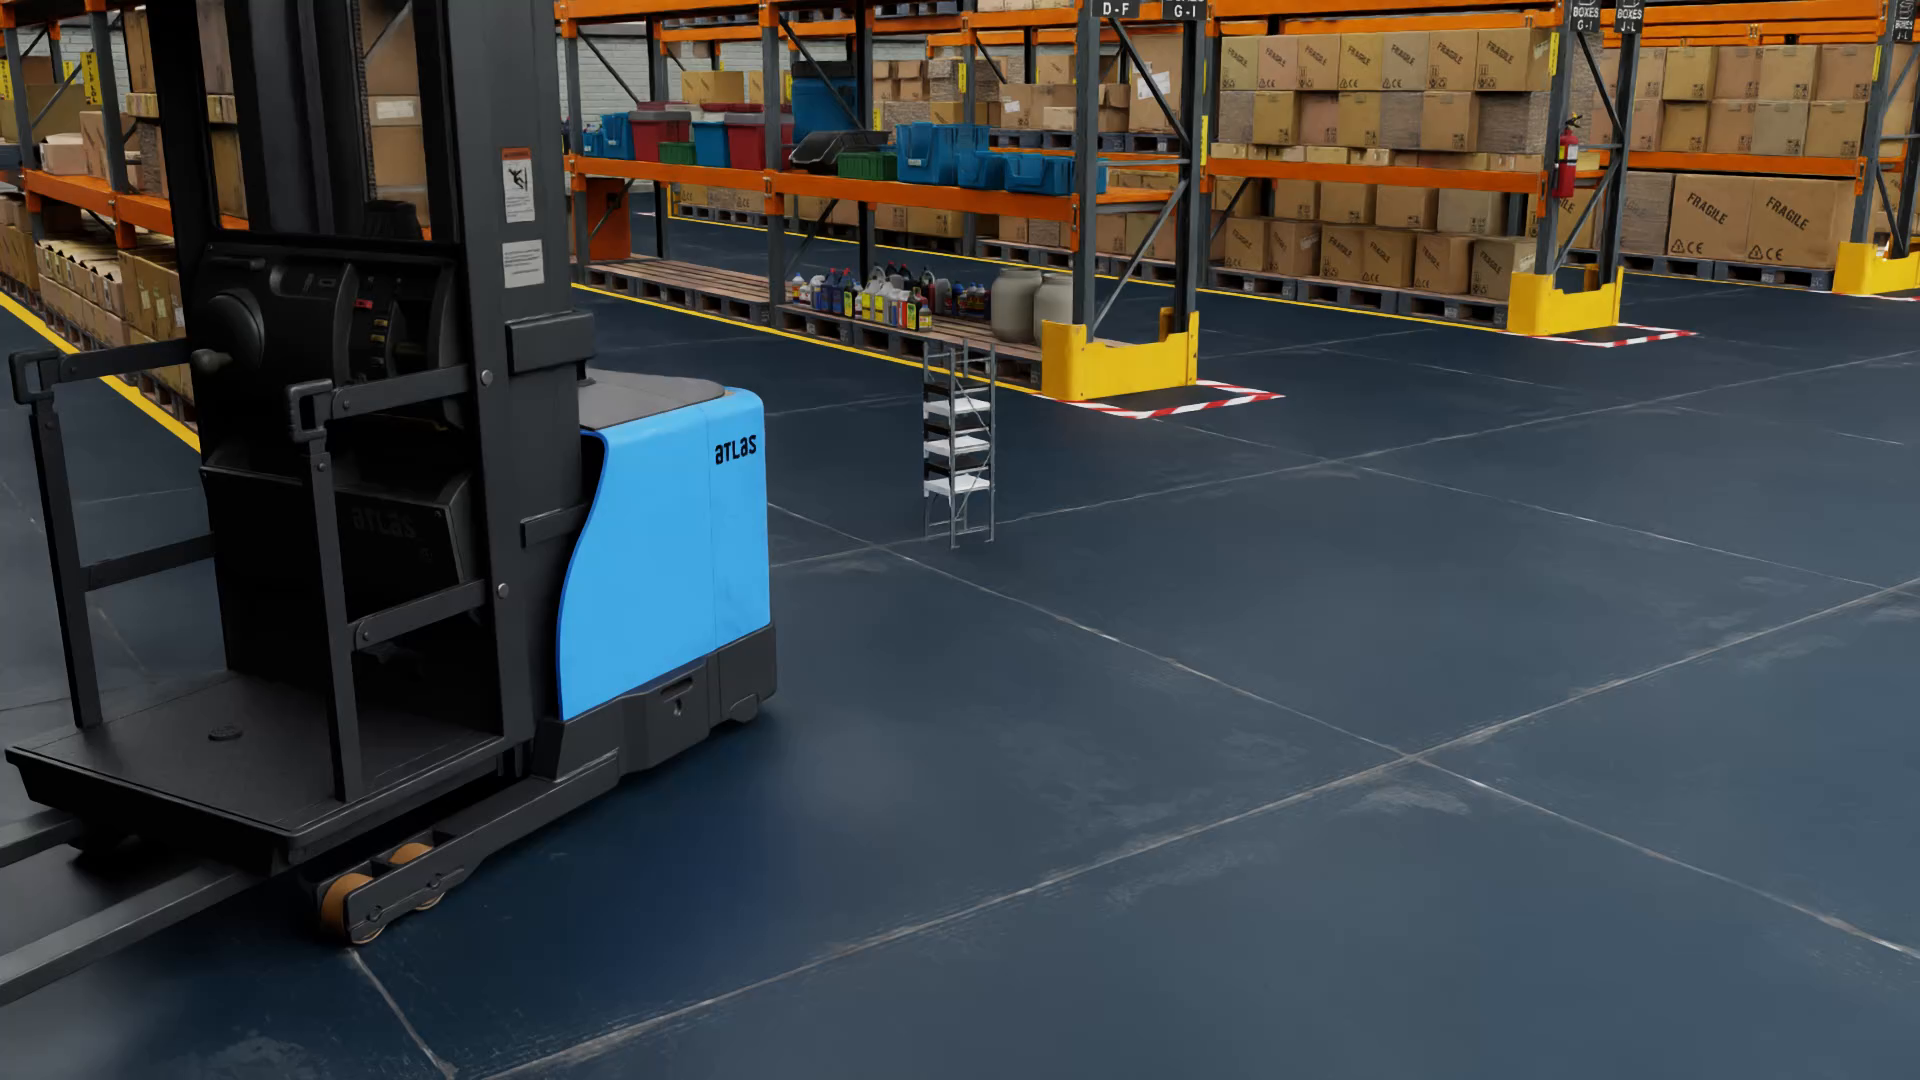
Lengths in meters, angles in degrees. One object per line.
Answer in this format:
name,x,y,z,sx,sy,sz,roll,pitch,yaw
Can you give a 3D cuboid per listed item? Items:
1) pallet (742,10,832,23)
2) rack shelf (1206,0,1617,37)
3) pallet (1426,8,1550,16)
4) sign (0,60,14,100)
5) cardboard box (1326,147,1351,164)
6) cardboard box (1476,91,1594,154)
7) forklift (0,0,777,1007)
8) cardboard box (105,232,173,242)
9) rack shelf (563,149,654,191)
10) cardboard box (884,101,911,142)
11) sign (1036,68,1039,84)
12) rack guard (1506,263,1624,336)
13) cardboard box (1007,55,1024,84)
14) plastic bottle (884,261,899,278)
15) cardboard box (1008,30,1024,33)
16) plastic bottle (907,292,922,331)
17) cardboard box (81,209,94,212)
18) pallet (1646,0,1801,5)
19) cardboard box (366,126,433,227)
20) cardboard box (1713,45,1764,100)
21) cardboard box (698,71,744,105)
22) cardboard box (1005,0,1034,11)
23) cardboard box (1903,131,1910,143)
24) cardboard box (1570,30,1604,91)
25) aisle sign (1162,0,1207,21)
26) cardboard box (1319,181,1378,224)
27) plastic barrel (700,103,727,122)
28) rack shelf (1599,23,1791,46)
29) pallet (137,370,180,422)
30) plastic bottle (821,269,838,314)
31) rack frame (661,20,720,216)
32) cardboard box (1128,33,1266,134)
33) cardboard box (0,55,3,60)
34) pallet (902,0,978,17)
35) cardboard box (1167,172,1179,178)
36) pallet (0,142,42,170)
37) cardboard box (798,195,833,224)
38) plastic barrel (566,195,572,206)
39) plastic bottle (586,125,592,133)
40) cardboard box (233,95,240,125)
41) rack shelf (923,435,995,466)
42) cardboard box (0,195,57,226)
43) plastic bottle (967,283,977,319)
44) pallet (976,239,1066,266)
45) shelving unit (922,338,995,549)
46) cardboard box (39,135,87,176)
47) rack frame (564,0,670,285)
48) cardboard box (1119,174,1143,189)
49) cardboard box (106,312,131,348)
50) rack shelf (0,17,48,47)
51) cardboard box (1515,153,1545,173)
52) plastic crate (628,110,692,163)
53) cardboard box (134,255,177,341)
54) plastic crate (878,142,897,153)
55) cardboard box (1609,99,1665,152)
pallet,-2.347,-7.378,23.338,1.003,0.211,1.213,-11,19,-35
rack shelf,4.005,-4.763,14.975,1.077,0.370,4.000,-11,19,-35
pallet,6.322,-6.381,19.887,0.805,0.209,1.217,-12,19,-37
sign,-7.971,-3.841,13.885,0.100,0.325,0.005,-11,19,-35
cardboard box,3.605,-3.558,15.369,0.380,0.149,0.250,-11,19,-35
cardboard box,4.880,-3.549,14.108,0.875,0.500,0.500,-11,19,-35
forklift,-1.757,-0.575,4.125,1.130,2.935,3.031,8,17,28
cardboard box,-7.031,-2.480,14.307,0.500,0.311,0.500,-10,18,-33
rack shelf,-4.705,-4.255,18.804,1.077,0.370,4.000,-11,19,-35
cardboard box,-0.609,-5.277,20.984,0.500,0.500,0.500,-12,19,-36
sign,0.911,-5.550,20.130,0.100,0.325,0.005,-11,19,-35
rack guard,5.137,-2.046,14.105,1.175,0.500,0.348,-11,19,-35
cardboard box,1.104,-7.500,26.649,0.500,0.500,0.500,-10,18,-33
plastic bottle,-0.565,-2.163,13.981,0.144,0.351,0.185,-11,19,-36
cardboard box,1.107,-8.201,26.458,0.500,0.250,0.500,-11,19,-35
plastic bottle,-0.343,-1.715,12.473,0.061,0.283,0.133,-10,18,-33
cardboard box,-9.368,-3.207,17.513,0.500,0.500,0.500,-11,19,-35
pallet,8.087,-5.806,17.591,1.003,0.211,1.213,-11,19,-35
cardboard box,-3.098,-1.849,8.459,0.700,0.500,0.500,-11,19,-35
cardboard box,8.449,-4.906,17.490,0.875,0.550,0.550,-11,19,-35
cardboard box,-3.559,-6.724,24.762,0.500,0.500,0.500,-11,19,-36
cardboard box,0.849,-6.069,18.670,0.500,0.250,0.500,-10,18,-33
cardboard box,11.921,-5.029,20.743,0.380,0.149,0.250,-11,19,-35
cardboard box,5.078,-4.069,14.115,0.500,0.500,0.500,-11,19,-35
aisle sign,1.454,-3.751,10.674,0.394,0.787,0.004,-11,19,-35
cardboard box,5.351,-4.480,21.727,1.050,0.750,0.750,-11,19,-34
plastic barrel,-2.248,-3.874,15.791,0.433,0.535,0.433,0,15,0
rack shelf,9.669,-7.155,23.716,1.077,0.370,4.000,-11,19,-35
pallet,-4.752,-1.032,10.946,1.003,0.211,1.213,-11,19,-35
plastic bottle,-1.038,-2.019,13.454,0.144,0.351,0.185,-10,18,-33
rack frame,-4.226,-6.652,26.199,1.000,3.000,0.127,-11,19,-35
cardboard box,2.475,-4.773,17.401,1.000,1.000,1.000,-11,19,-34
cardboard box,-10.396,-4.860,17.566,0.500,0.500,0.500,-11,19,-34
pallet,0.056,-6.429,20.059,1.213,0.211,1.003,-10,18,-32
cardboard box,3.343,-5.373,24.045,0.500,0.250,0.500,-10,18,-33
pallet,-7.993,-3.448,14.857,1.213,0.211,1.003,-11,19,-35
cardboard box,-1.482,-4.842,22.815,1.225,0.875,0.875,-11,19,-34
plastic barrel,-4.494,-3.558,18.665,0.600,0.588,0.708,-11,19,-35
plastic bottle,-4.111,-4.482,18.514,0.097,0.271,0.097,0,15,0
cardboard box,-3.518,-2.222,8.595,0.380,0.149,0.250,-11,19,-35
rack shelf,-0.005,-0.404,7.472,0.258,0.077,0.200,-11,19,-35
cardboard box,-8.919,-3.168,15.949,0.500,0.250,0.500,-11,19,-36
plastic bottle,0.101,-1.893,13.146,0.097,0.271,0.097,0,15,0
pallet,0.936,-3.432,19.715,1.003,0.211,1.213,-11,19,-35
shelving unit,-0.005,-0.436,7.464,0.258,0.900,0.210,-11,19,-35
cardboard box,-7.169,-3.143,13.547,0.500,0.311,0.500,-11,19,-35
rack frame,-3.529,-4.175,17.149,1.000,3.000,0.127,-11,19,-35
cardboard box,2.729,-5.232,24.948,0.500,0.500,0.500,-10,18,-32
cardboard box,-5.664,-1.473,11.688,0.500,0.250,0.500,-11,19,-35
rack shelf,-11.066,-5.788,18.723,1.077,0.370,4.000,-11,19,-35
cardboard box,4.847,-3.143,13.855,0.380,0.149,0.250,-11,19,-35
plastic crate,-2.826,-3.813,15.706,0.402,0.464,0.583,-11,19,-35
cardboard box,-4.866,-1.538,10.505,0.500,0.500,0.500,-11,19,-35
plastic crate,-0.307,-3.055,13.338,0.499,0.251,0.616,-11,19,-35
cardboard box,7.691,-4.586,18.366,0.875,0.550,0.550,-11,19,-35
